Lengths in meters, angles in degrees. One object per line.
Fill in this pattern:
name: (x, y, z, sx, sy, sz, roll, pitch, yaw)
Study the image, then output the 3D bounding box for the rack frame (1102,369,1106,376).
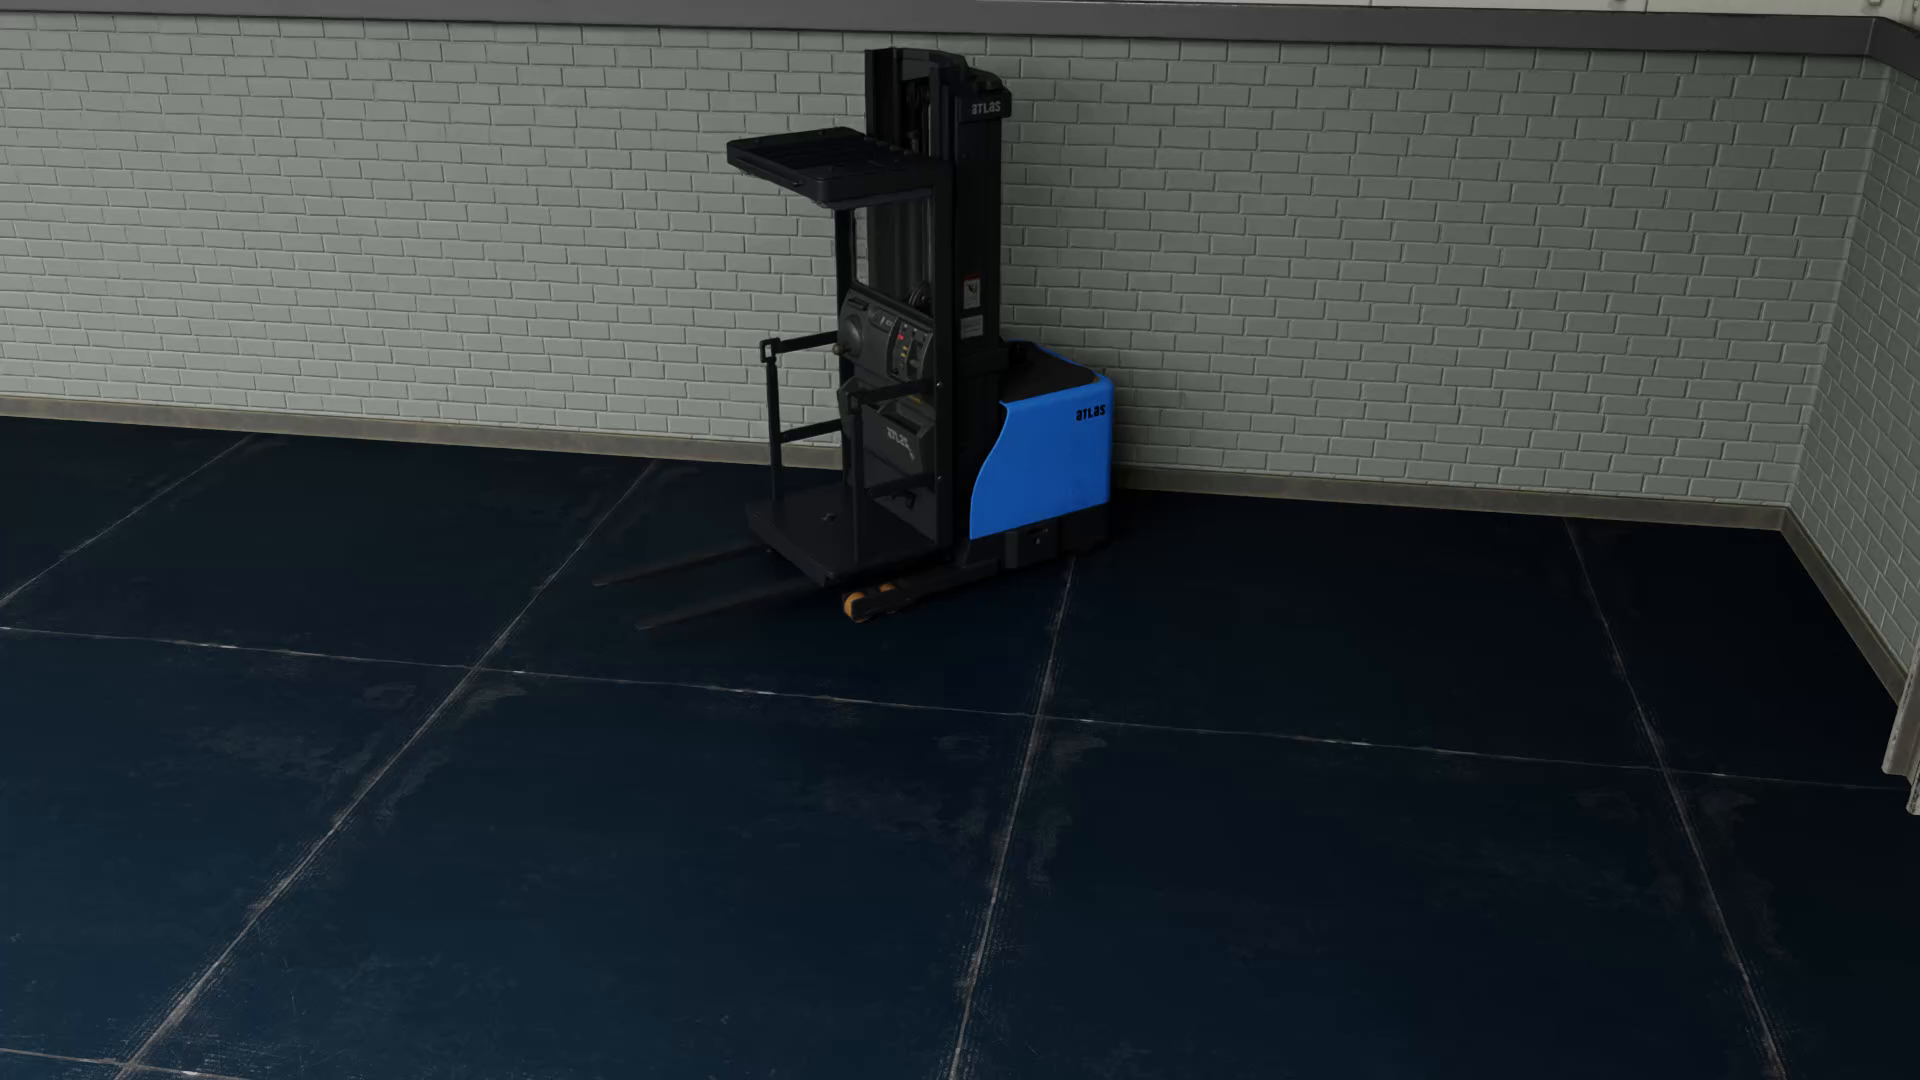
rack frame: (0.792, -0.665, 10.610, 0.240, 0.900, 0.006, 1, 25, 2)

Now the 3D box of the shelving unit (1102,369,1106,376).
shelving unit: (0.789, -0.622, 10.518, 0.258, 0.900, 0.210, 1, 25, 2)

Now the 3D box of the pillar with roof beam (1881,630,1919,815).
pillar with roof beam: (0.268, -3.197, 6.466, 9.100, 9.000, 0.400, 4, 25, 9)

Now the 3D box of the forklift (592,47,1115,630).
forklift: (-0.593, -1.124, 9.194, 3.031, 2.935, 1.130, -15, 29, -29)
